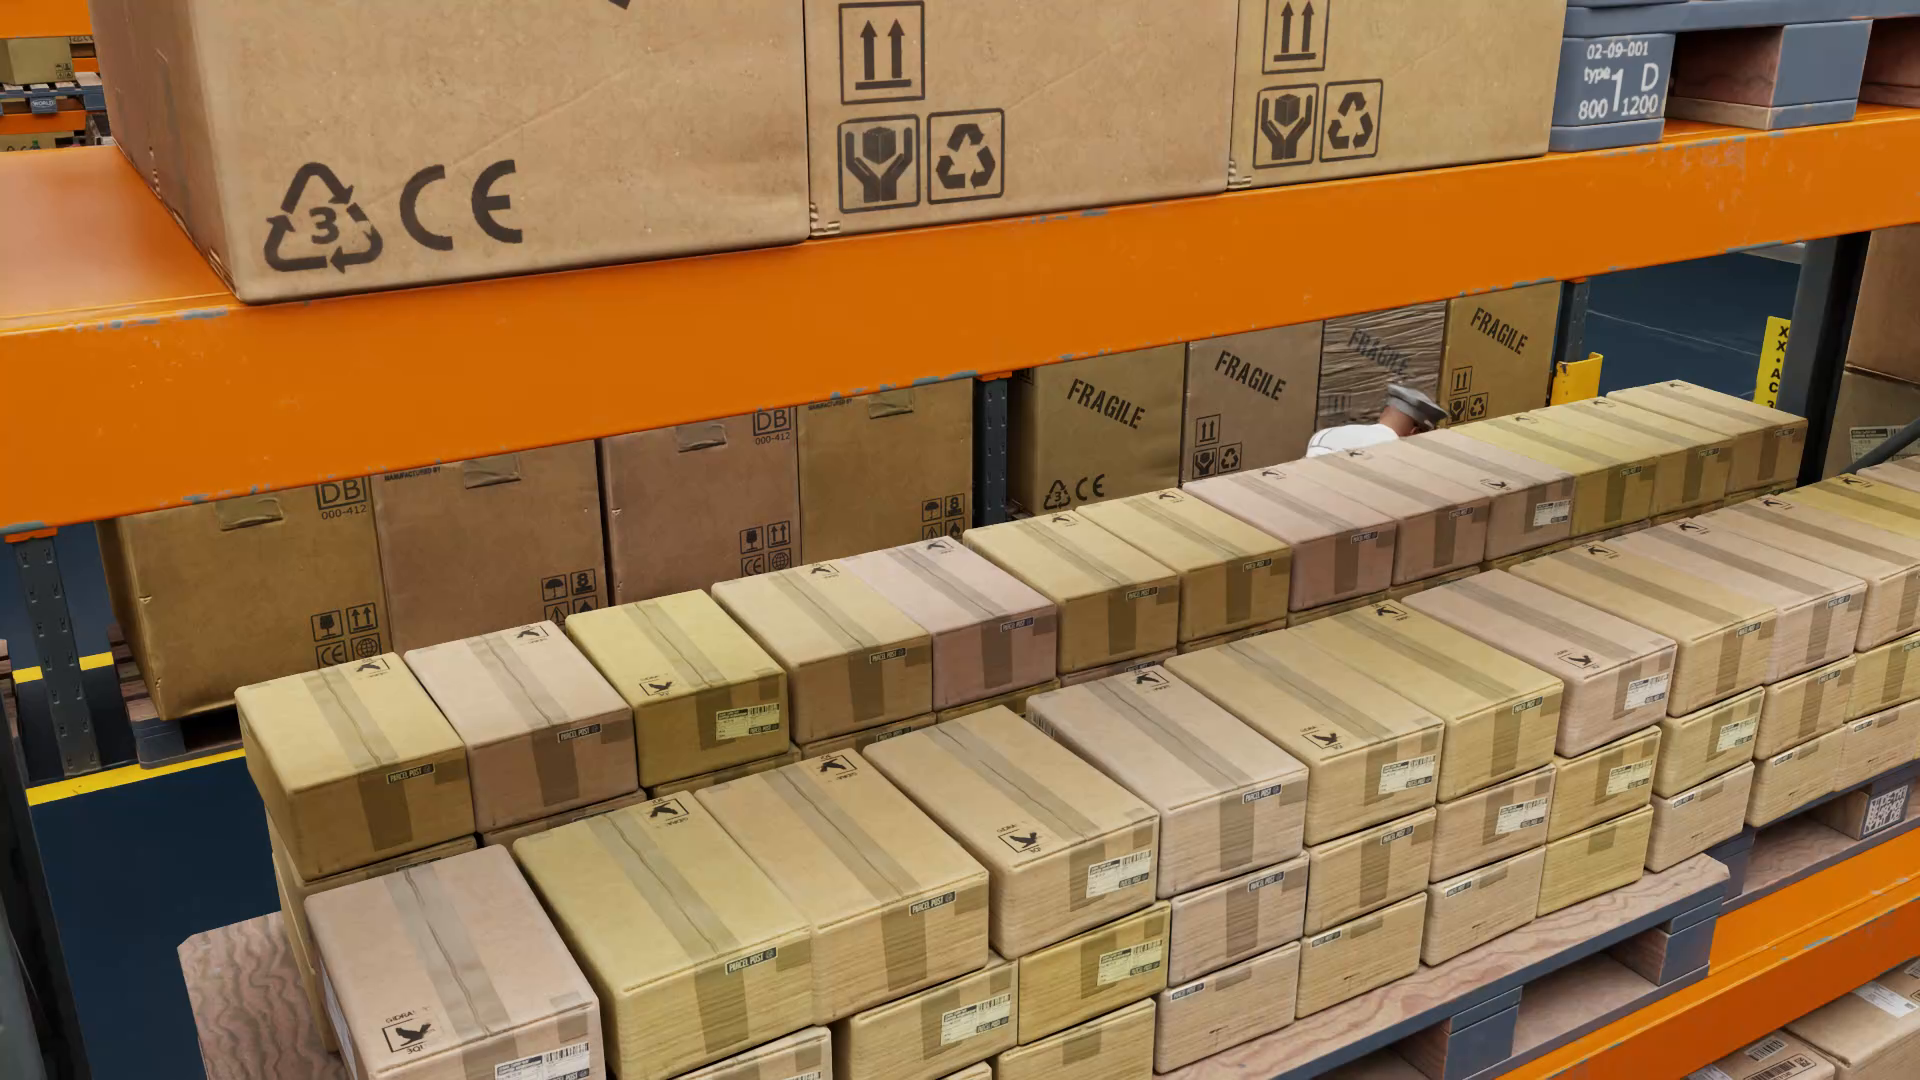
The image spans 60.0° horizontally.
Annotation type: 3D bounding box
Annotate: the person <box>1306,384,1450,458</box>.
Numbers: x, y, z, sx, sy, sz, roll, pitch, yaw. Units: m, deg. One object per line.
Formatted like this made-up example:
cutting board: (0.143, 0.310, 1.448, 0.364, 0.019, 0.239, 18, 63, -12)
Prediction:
person: (1.469, 0.105, 6.370, 0.841, 1.347, 0.589, -12, 25, -28)
